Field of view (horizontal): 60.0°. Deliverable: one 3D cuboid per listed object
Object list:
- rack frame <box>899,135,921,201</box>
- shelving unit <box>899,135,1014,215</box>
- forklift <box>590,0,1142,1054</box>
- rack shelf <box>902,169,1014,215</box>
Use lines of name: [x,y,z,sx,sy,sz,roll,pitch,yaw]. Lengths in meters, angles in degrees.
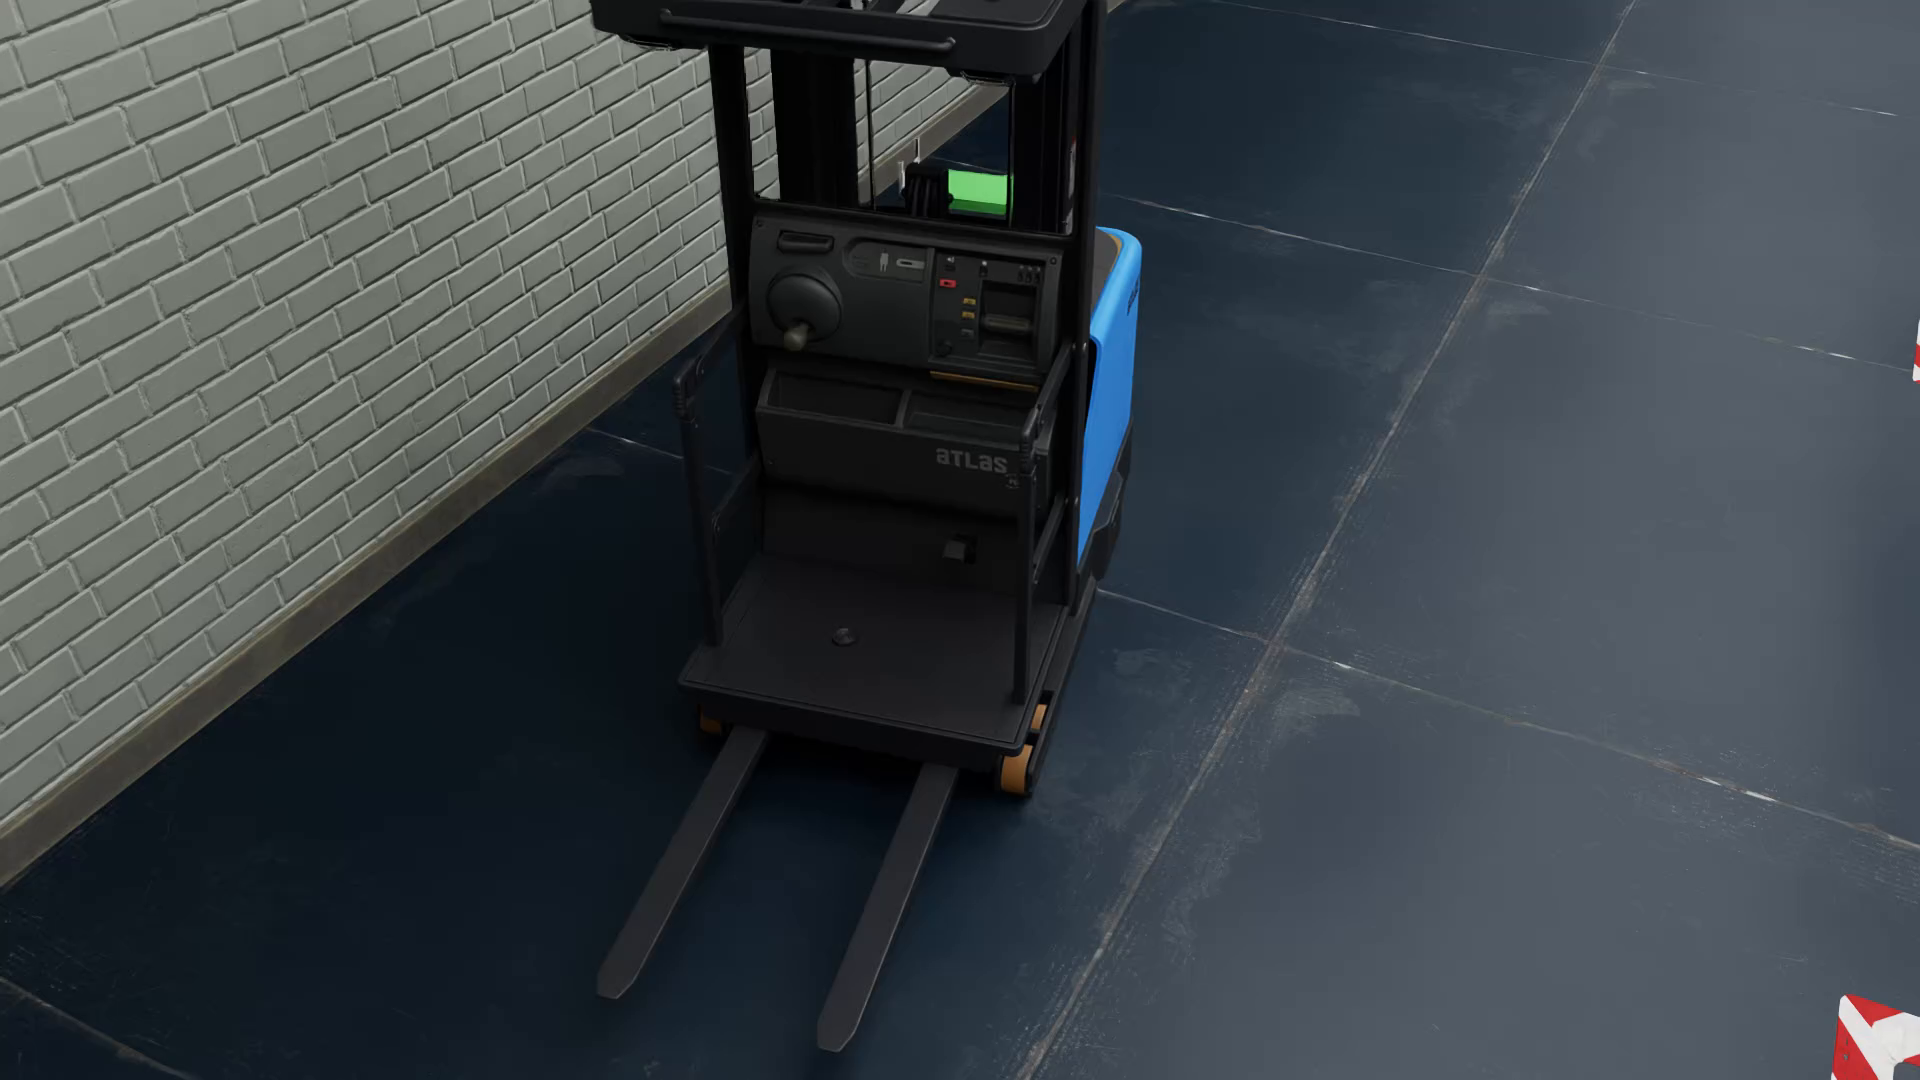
rack frame: [-0.187,-0.979,6.547,0.015,1.200,0.240,9,38,12]
shelving unit: [0.049,-0.941,6.497,0.503,1.200,0.258,9,38,12]
forklift: [-0.223,-0.635,4.663,1.130,2.935,3.031,9,38,12]
rack shelf: [0.049,-1.273,6.246,0.480,0.148,0.258,9,38,12]
